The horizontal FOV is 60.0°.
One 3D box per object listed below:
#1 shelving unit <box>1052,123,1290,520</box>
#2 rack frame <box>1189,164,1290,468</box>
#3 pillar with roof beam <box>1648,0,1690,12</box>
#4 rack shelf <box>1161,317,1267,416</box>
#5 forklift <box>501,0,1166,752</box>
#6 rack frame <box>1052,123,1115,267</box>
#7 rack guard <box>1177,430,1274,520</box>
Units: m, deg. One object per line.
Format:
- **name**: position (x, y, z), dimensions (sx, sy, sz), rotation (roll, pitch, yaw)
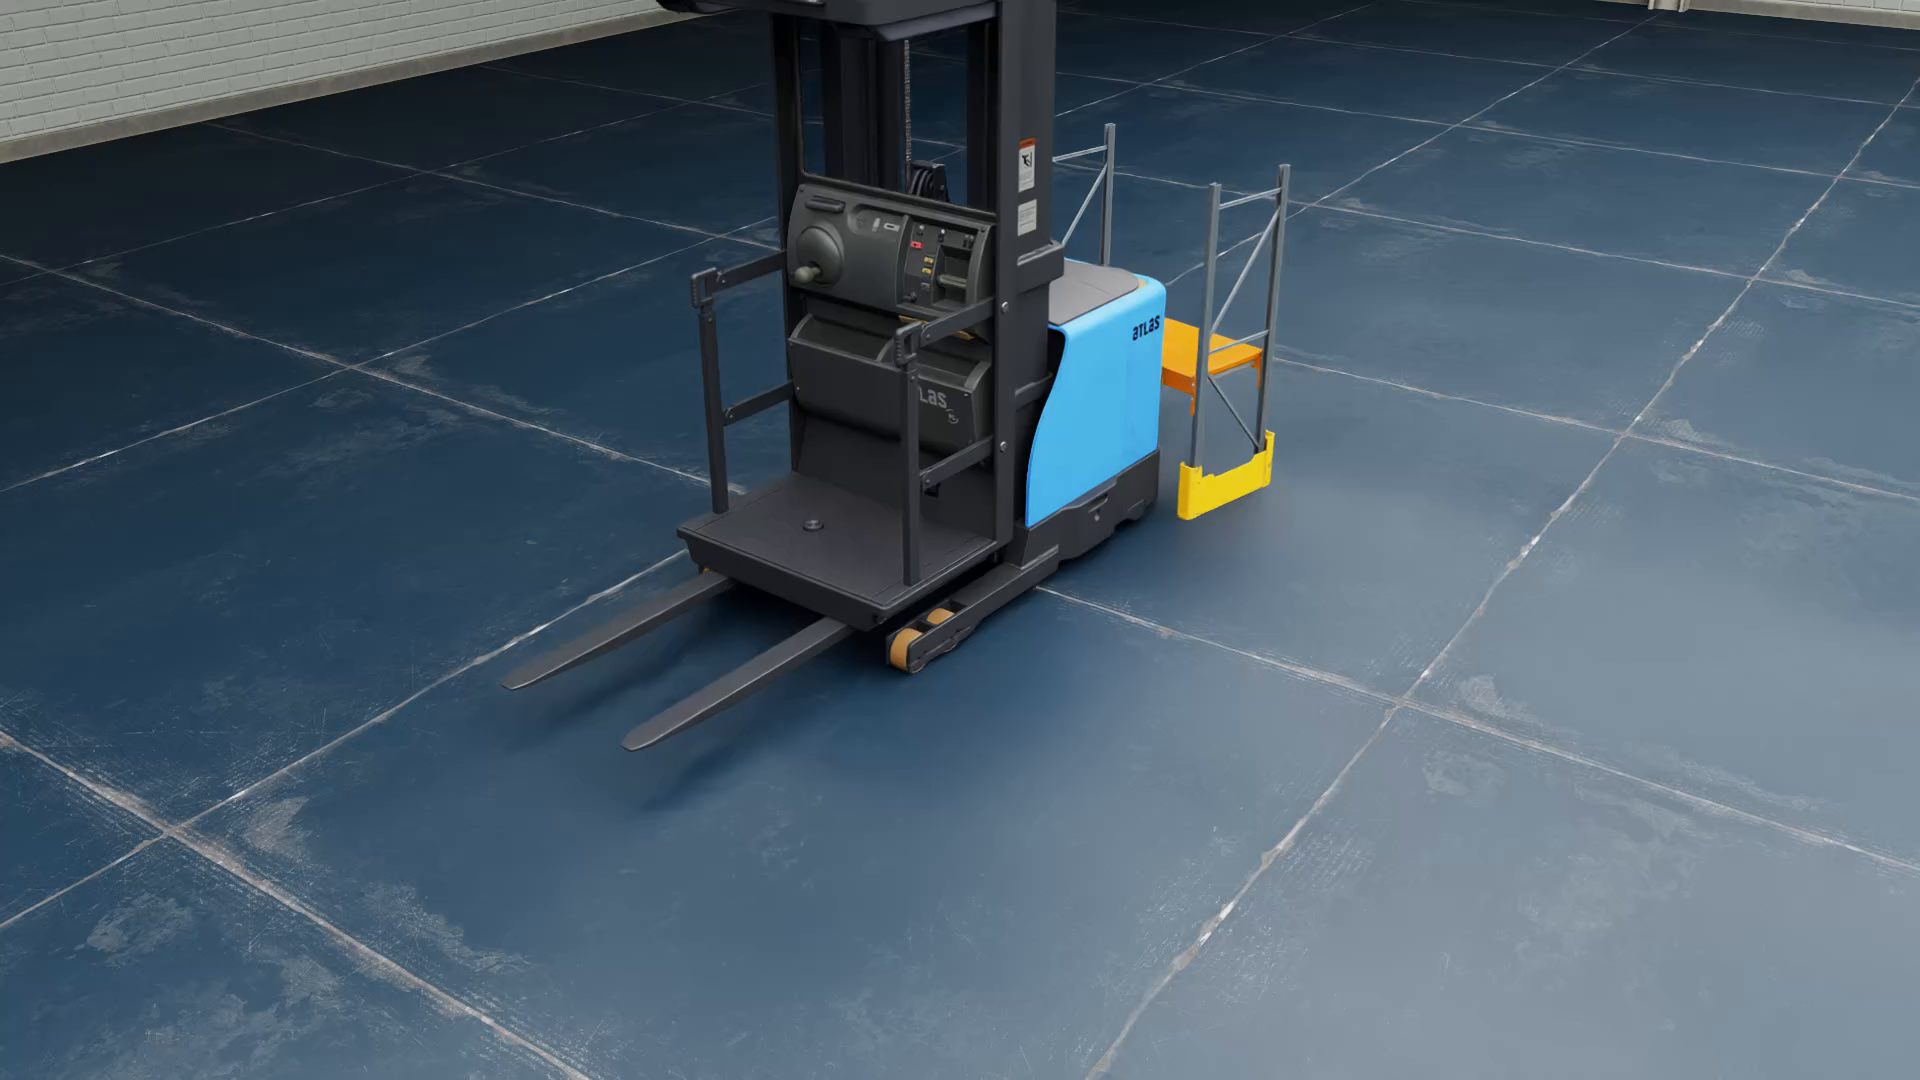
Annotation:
- **shelving unit**: position (0.877, -1.026, 7.613), dimensions (0.587, 1.500, 1.083), rotation (-22, 34, -37)
- **rack frame**: position (1.213, -0.858, 7.283), dimensions (0.500, 1.500, 0.032), rotation (-22, 34, -37)
- **pillar with roof beam**: position (5.863, -8.625, 14.277), dimensions (0.400, 9.000, 9.100), rotation (17, 32, 30)
- **rack shelf**: position (0.871, -0.869, 7.700), dimensions (0.538, 0.185, 1.000), rotation (-22, 34, -37)
- **forklift**: position (-0.408, -1.057, 6.096), dimensions (1.130, 2.935, 3.031), rotation (19, 33, 33)
- **rack frame**: position (0.530, -1.200, 7.954), dimensions (0.500, 1.500, 0.032), rotation (-22, 34, -37)
- **rack guard**: position (1.212, -0.302, 7.567), dimensions (0.587, 0.250, 0.087), rotation (-22, 34, -37)
